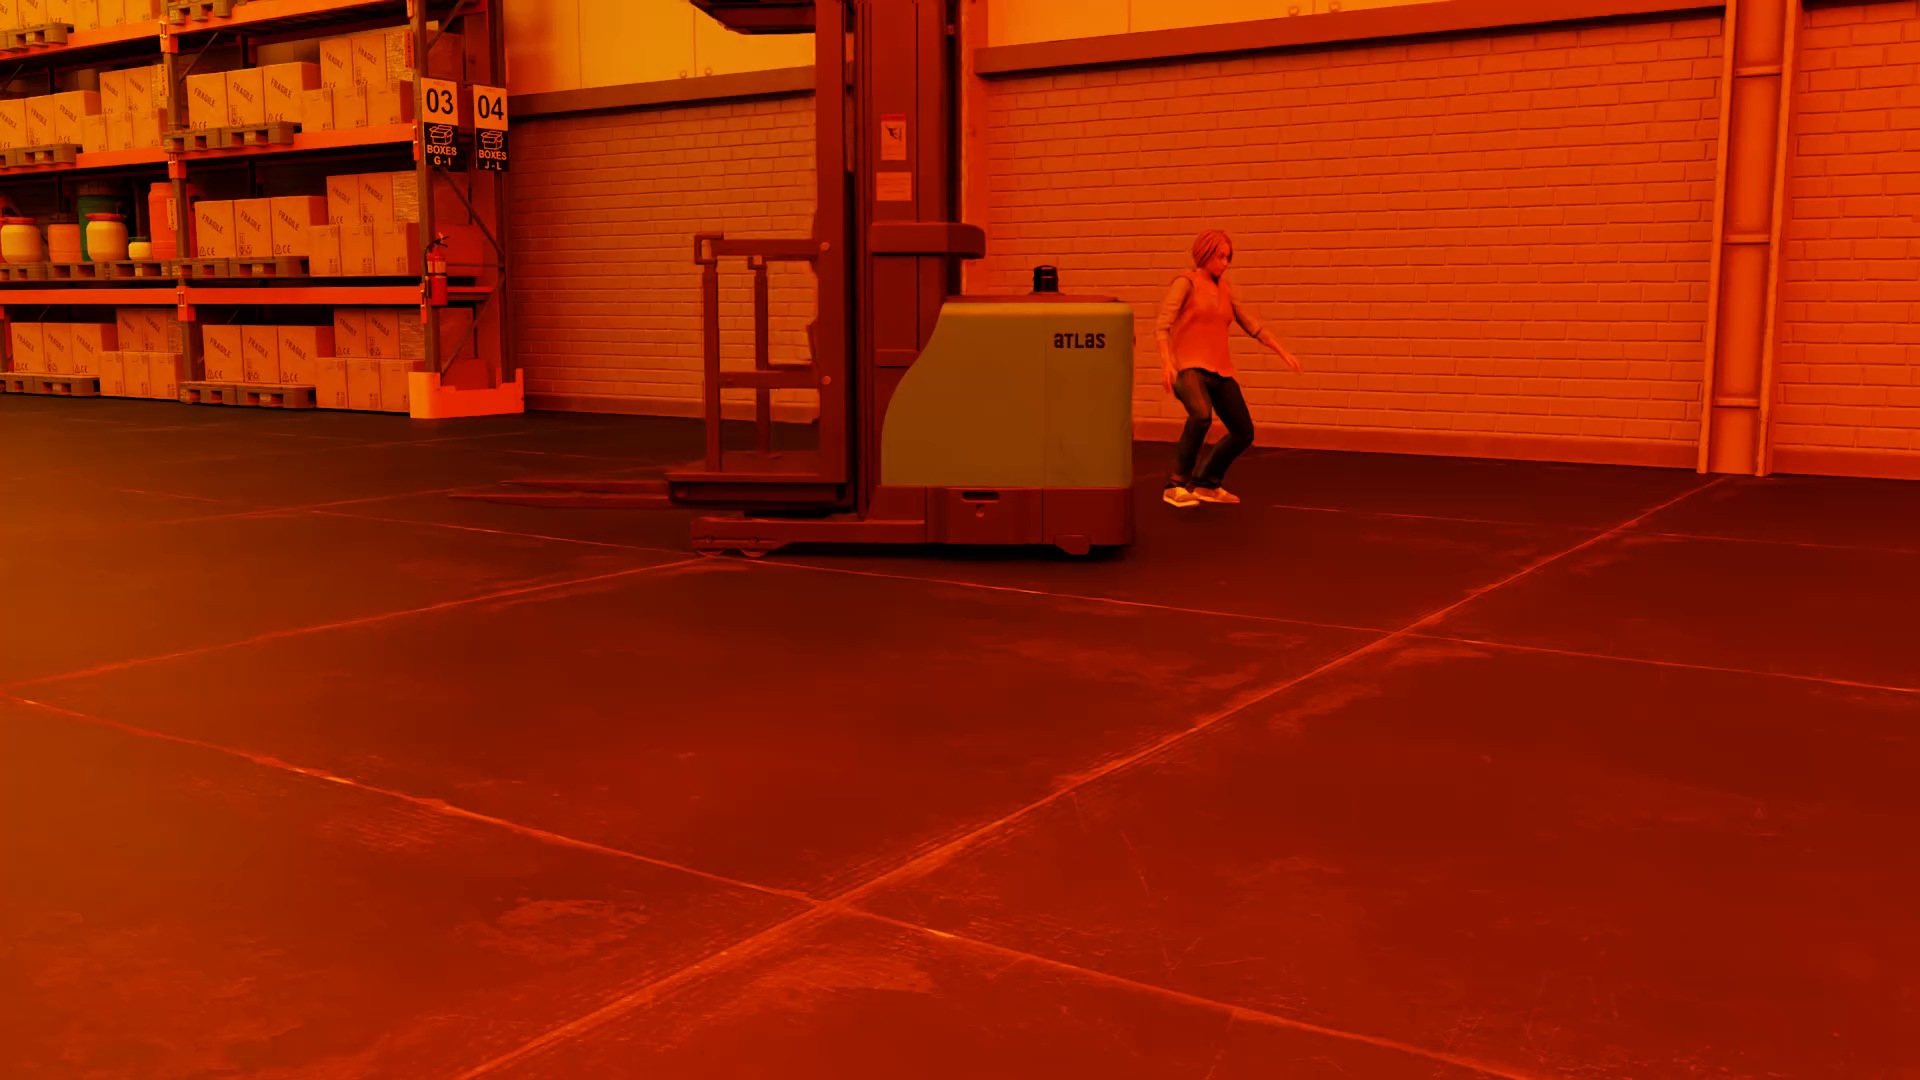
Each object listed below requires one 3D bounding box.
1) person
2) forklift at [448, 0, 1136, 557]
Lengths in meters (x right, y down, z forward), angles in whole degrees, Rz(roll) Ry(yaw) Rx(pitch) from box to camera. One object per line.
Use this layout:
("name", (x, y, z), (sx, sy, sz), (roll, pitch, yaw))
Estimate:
("person", (1.324, -0.874, 8.705), (0.820, 1.466, 0.648), (-5, 10, -32))
("forklift", (-0.735, -1.450, 7.386), (3.031, 2.935, 1.130), (1, 8, 5))
